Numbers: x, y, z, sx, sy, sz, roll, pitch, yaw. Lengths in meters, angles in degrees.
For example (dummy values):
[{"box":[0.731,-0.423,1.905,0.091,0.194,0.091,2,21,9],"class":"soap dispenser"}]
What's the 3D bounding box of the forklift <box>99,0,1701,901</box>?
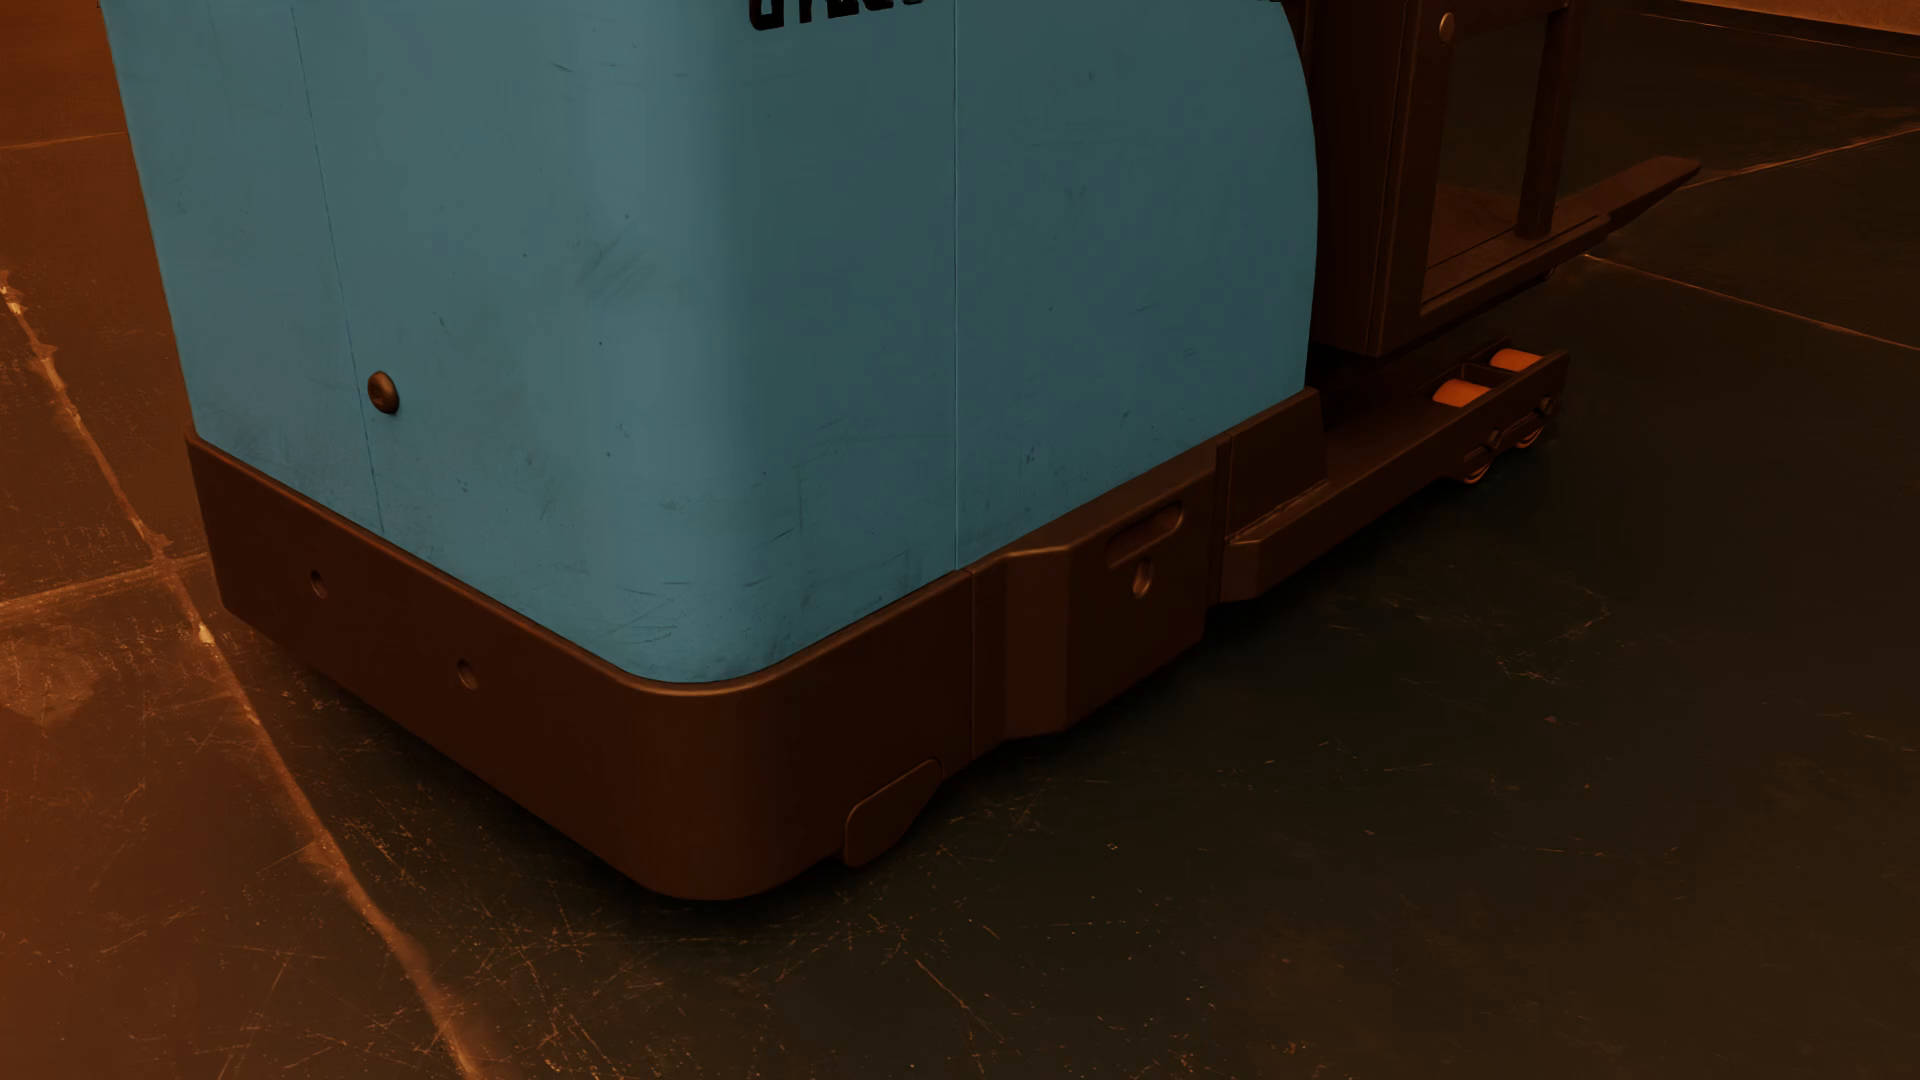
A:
[{"box":[0.374,-1.534,2.290,1.130,2.935,3.031,22,34,36],"class":"forklift"}]
